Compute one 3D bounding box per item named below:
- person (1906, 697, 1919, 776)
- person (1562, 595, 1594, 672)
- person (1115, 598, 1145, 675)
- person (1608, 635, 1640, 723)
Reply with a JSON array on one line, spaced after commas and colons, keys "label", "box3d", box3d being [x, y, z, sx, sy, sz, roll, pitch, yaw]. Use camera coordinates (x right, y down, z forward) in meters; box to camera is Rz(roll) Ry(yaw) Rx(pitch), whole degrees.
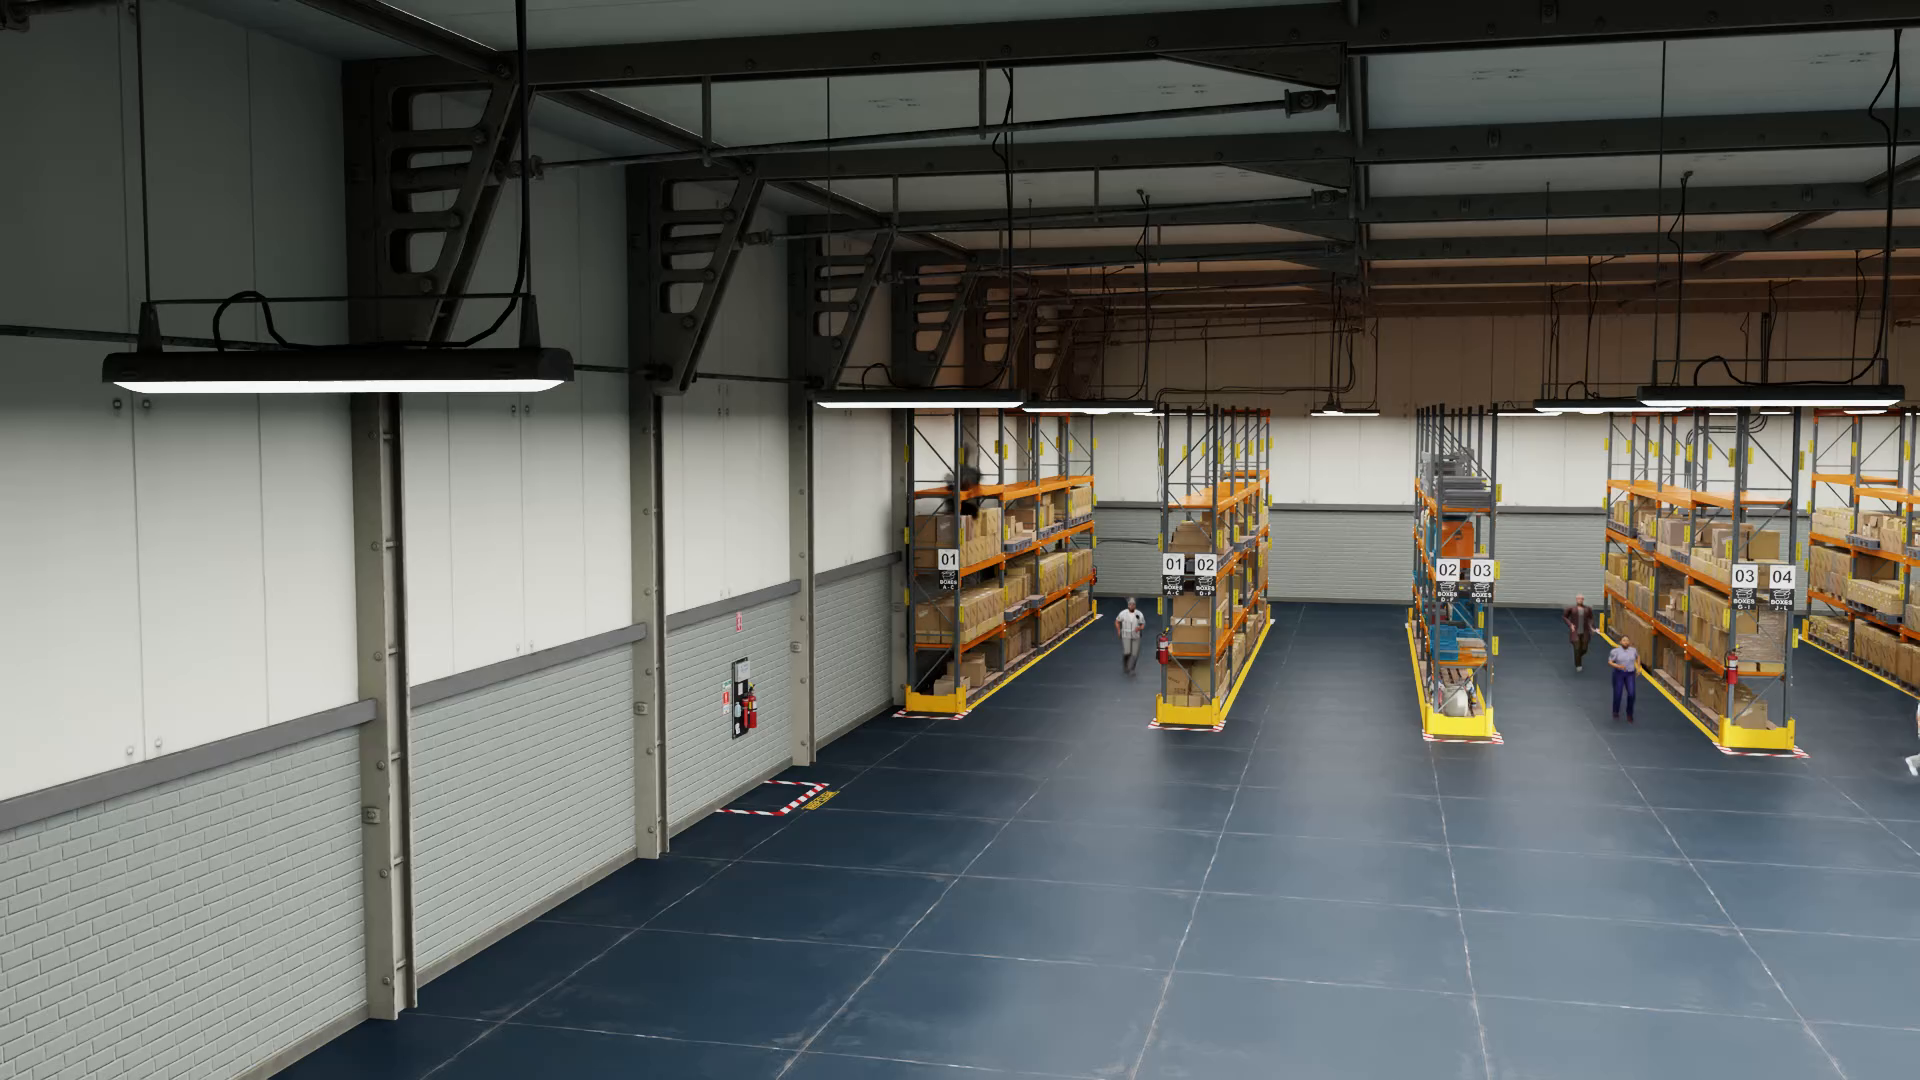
[{"label": "person", "box3d": [15.057, 3.033, 25.913, 0.606, 1.629, 0.564, -4, 6, -43]}, {"label": "person", "box3d": [14.101, 2.106, 37.918, 0.712, 1.739, 0.653, 1, 4, 9]}, {"label": "person", "box3d": [3.807, 2.152, 37.010, 0.651, 1.740, 0.602, 0, 4, -1]}, {"label": "person", "box3d": [12.561, 2.637, 31.431, 0.617, 1.713, 0.717, 1, 4, 9]}]
